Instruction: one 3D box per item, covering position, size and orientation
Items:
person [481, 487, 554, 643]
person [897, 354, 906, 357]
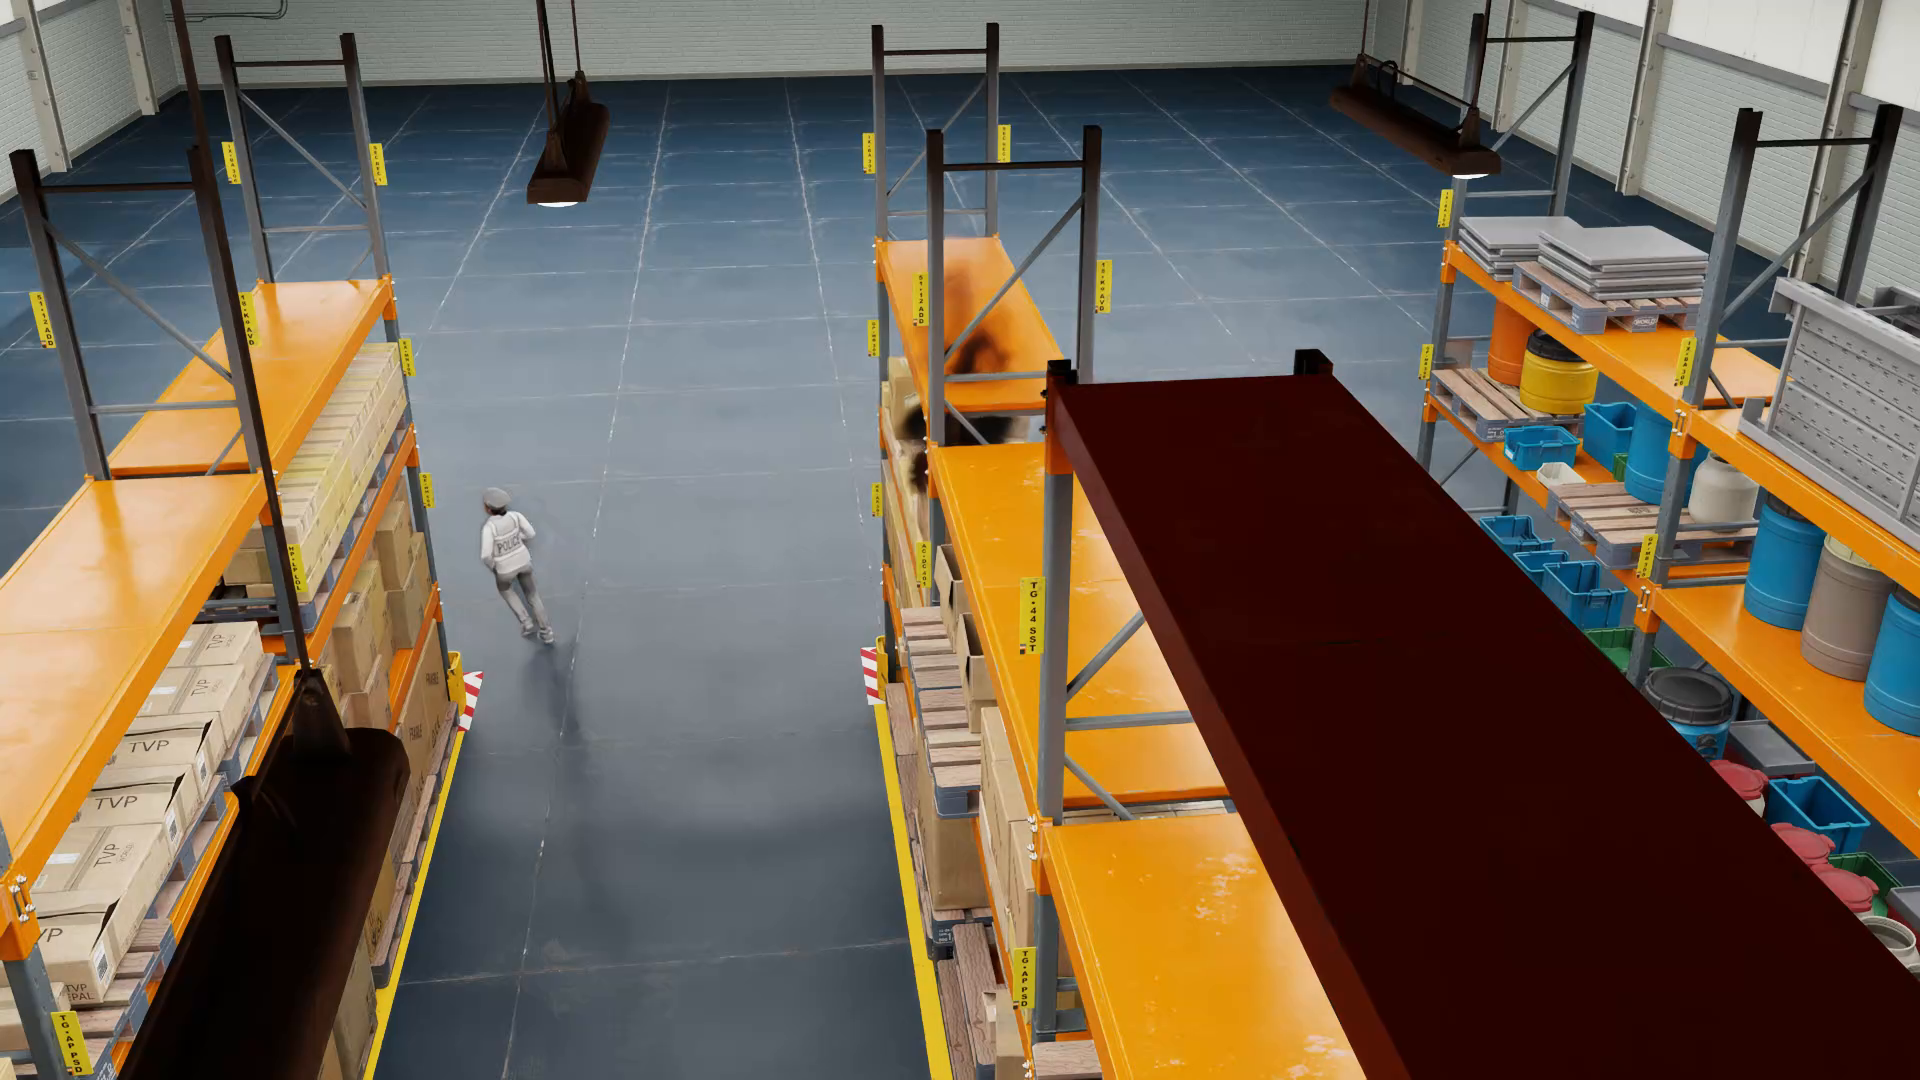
[{"bbox_3d":[-4.362,0.273,16.032,0.622,1.683,0.647,-17,30,-31],"label":"person"},{"bbox_3d":[-0.580,-1.337,19.305,0.584,1.744,0.662,9,27,17],"label":"person"}]
